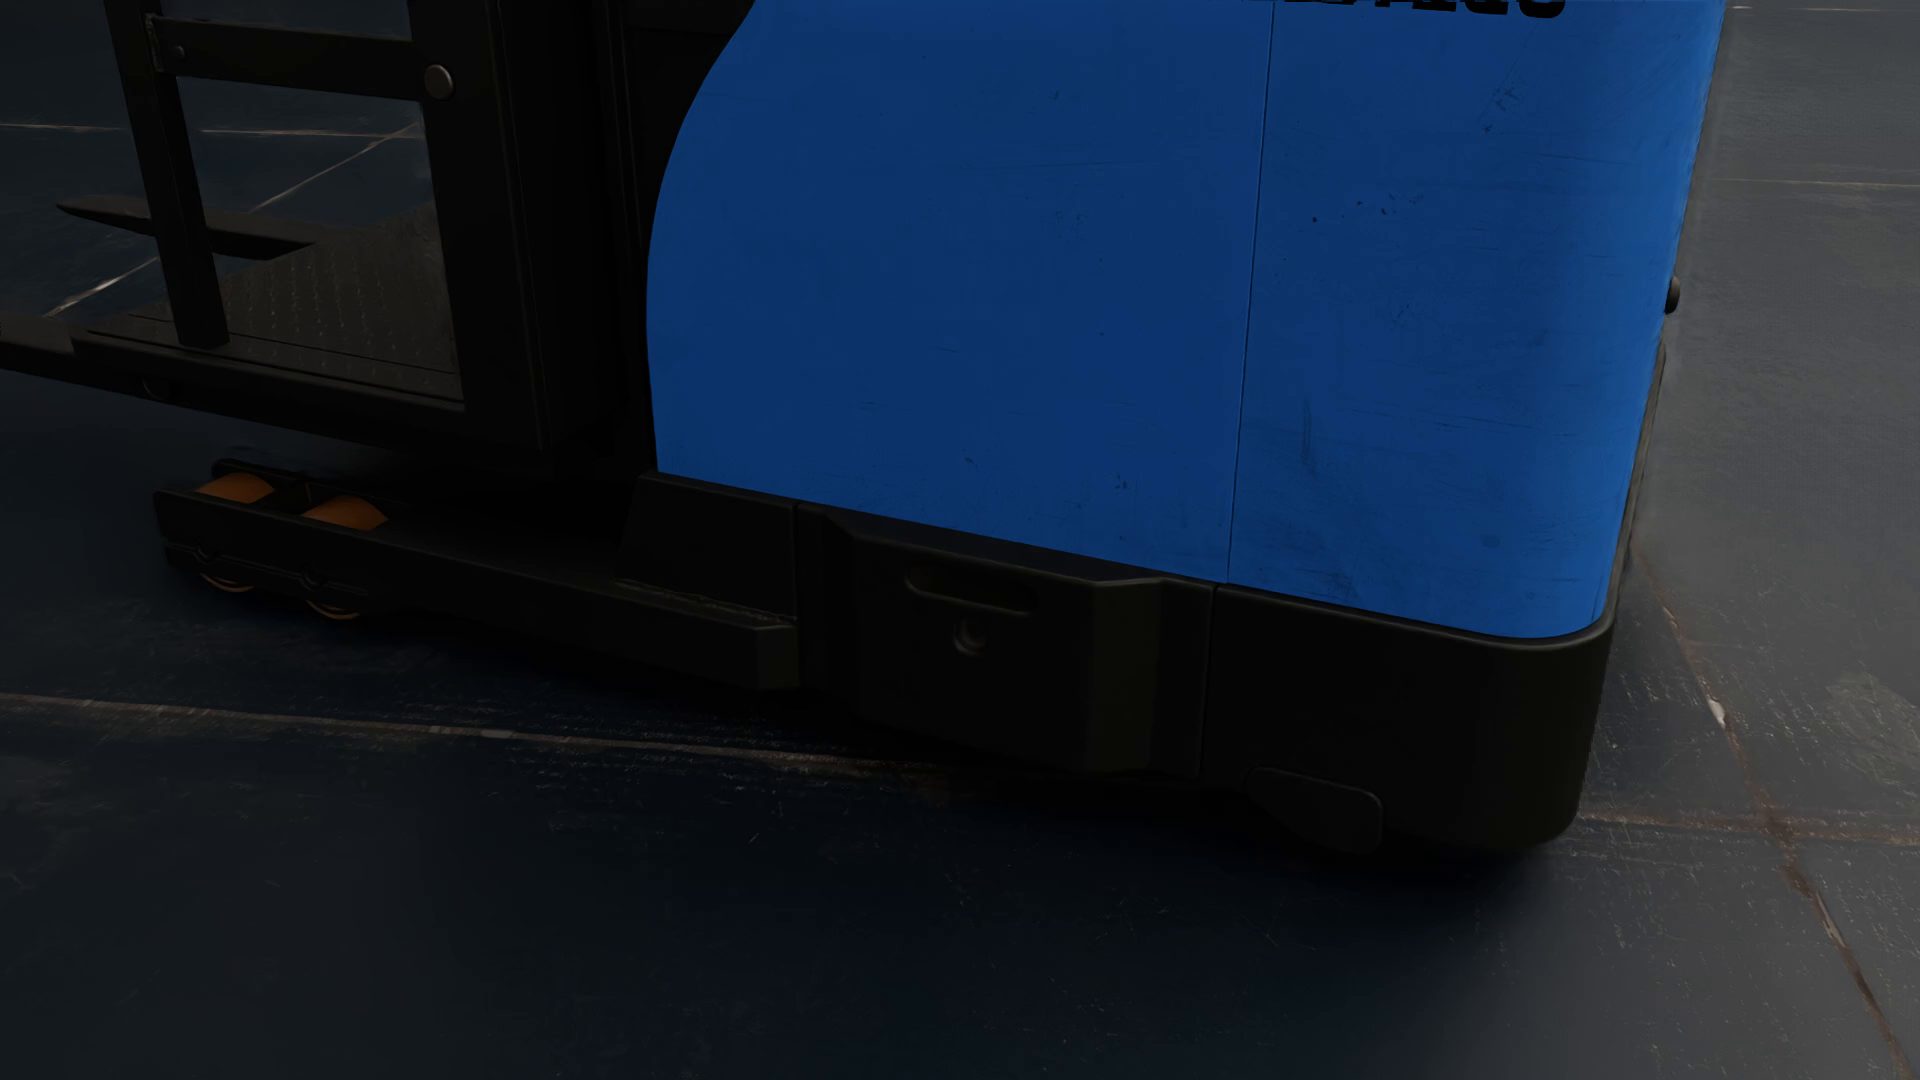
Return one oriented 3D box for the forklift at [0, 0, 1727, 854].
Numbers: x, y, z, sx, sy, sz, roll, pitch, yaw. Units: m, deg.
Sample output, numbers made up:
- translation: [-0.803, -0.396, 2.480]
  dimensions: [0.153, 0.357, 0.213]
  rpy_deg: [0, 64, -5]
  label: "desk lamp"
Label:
- translation: [-0.562, -1.404, 2.030]
  dimensions: [3.031, 2.935, 1.130]
  rpy_deg: [11, 29, 21]
  label: "forklift"
